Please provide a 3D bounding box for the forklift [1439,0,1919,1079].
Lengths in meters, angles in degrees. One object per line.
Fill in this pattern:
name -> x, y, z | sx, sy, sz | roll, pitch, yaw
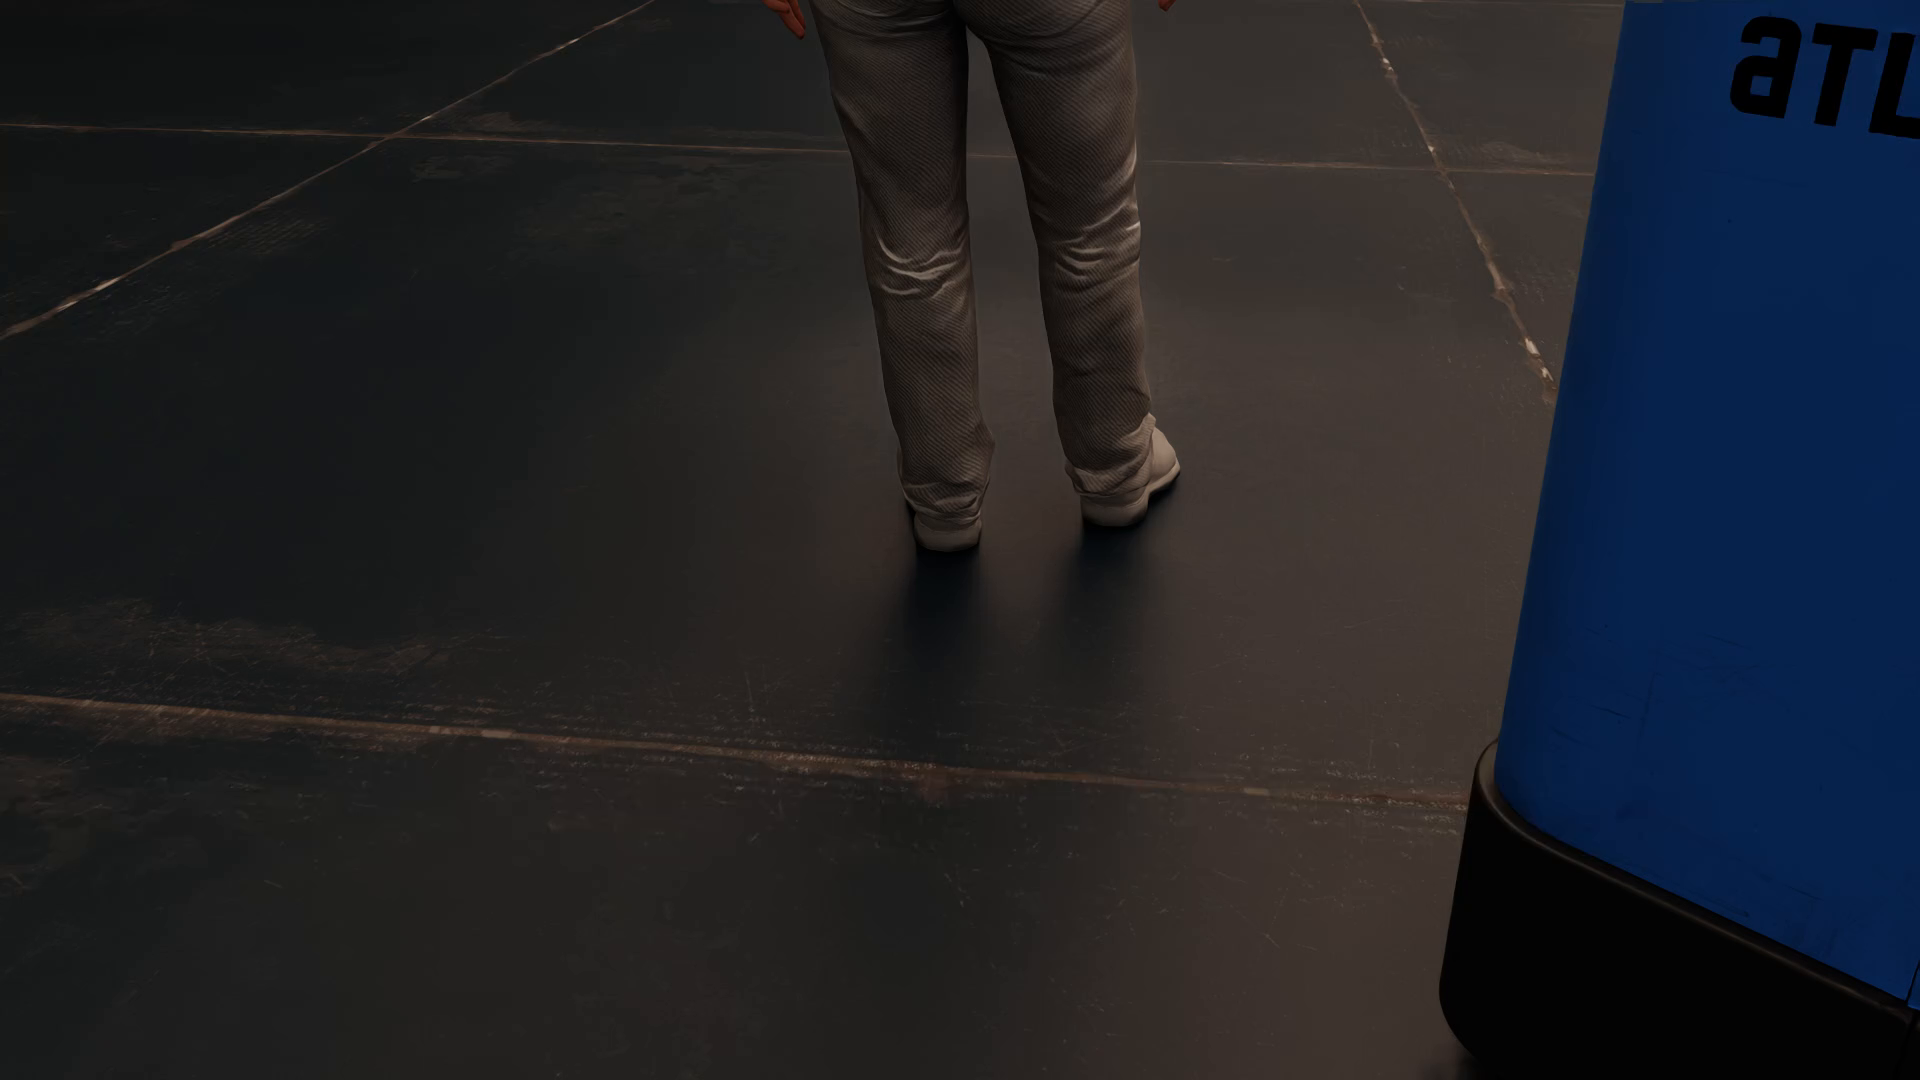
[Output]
forklift -> 1.822, -0.504, 0.228 | 1.130, 2.935, 3.031 | -24, 35, -39

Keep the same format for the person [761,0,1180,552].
person -> 0.016, -0.828, 2.155 | 0.633, 1.774, 0.568 | 3, 27, 7
